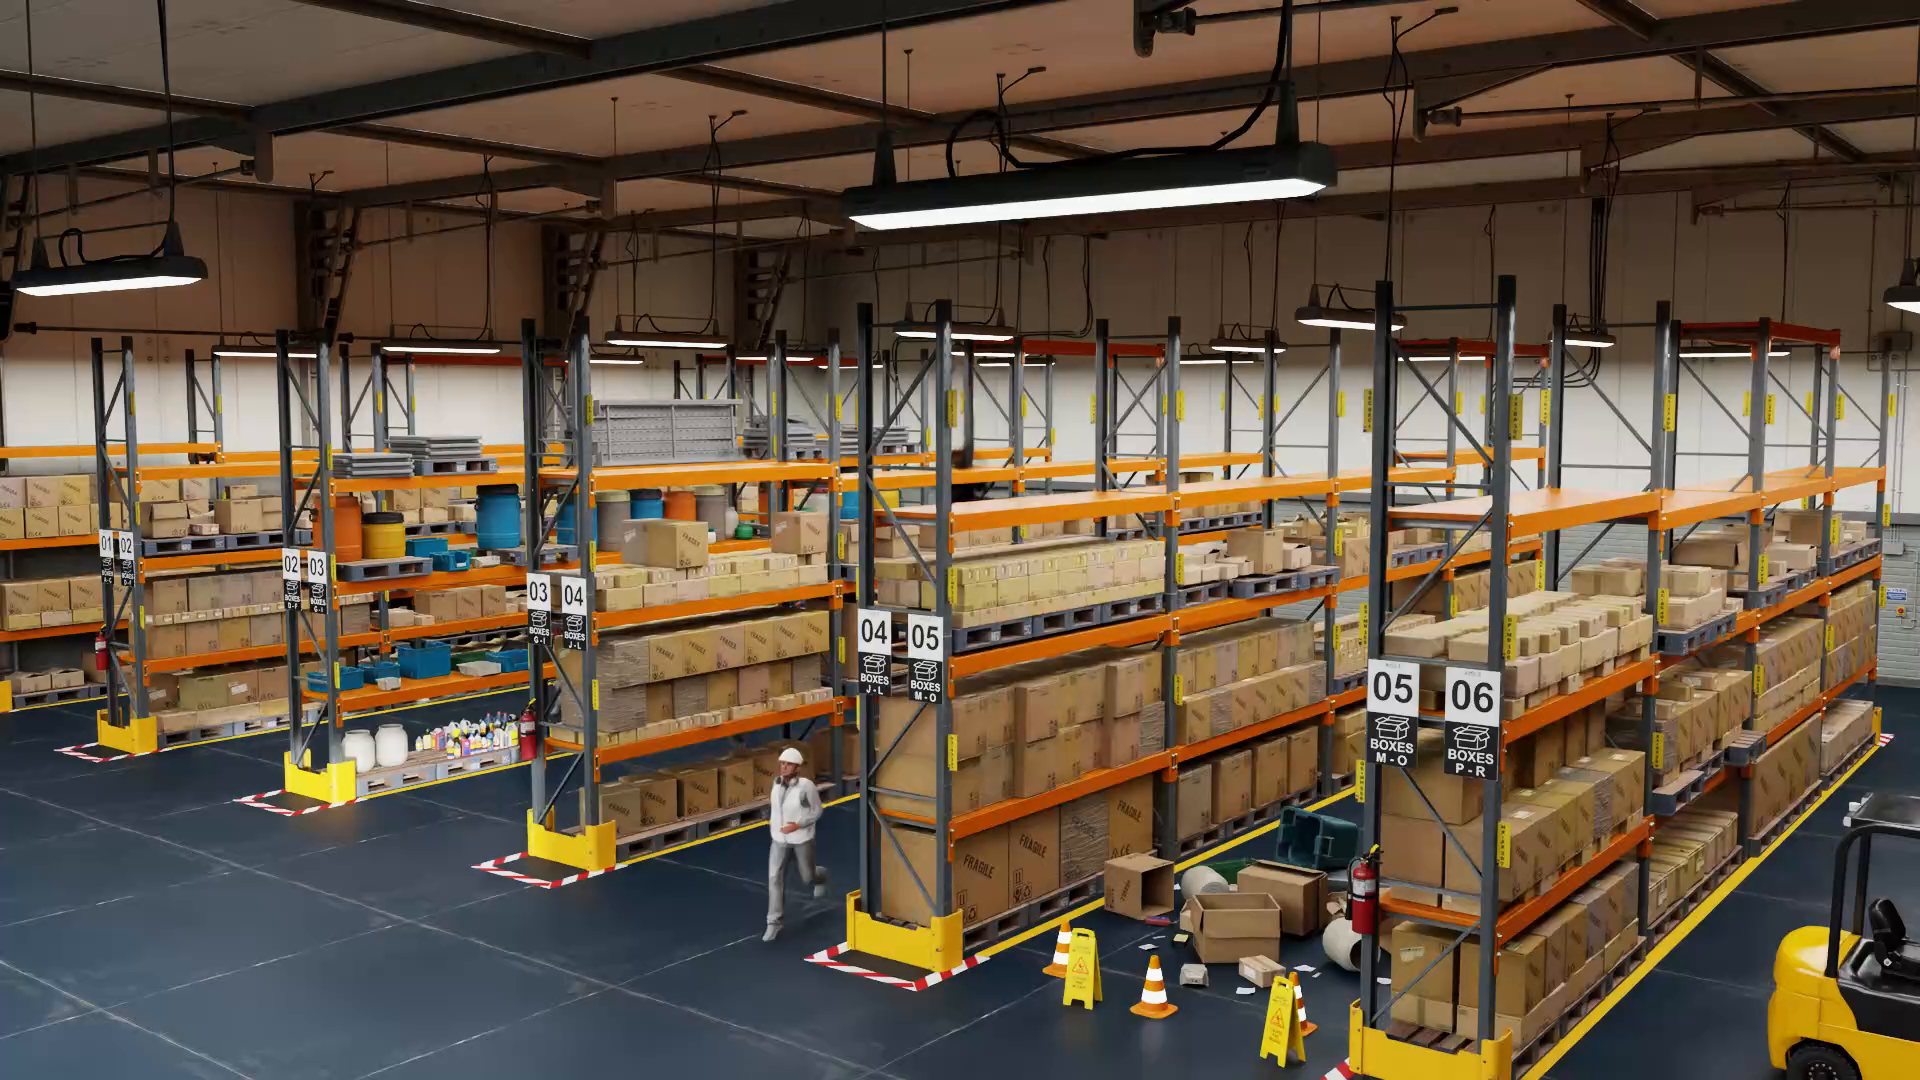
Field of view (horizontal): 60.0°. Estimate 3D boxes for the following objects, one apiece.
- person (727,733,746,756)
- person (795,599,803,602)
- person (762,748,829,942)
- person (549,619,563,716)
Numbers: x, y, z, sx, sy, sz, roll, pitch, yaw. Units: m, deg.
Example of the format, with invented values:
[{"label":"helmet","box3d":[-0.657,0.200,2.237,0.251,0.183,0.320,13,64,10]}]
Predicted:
[{"label":"person","box3d":[-3.300,2.272,23.648,0.576,1.662,0.580,3,6,31]},{"label":"person","box3d":[-2.959,1.485,33.070,0.597,1.670,0.917,3,6,32]},{"label":"person","box3d":[-1.590,2.901,16.159,0.620,1.791,1.109,2,5,20]},{"label":"person","box3d":[-6.358,1.920,27.221,0.686,1.789,1.030,4,6,37]}]
